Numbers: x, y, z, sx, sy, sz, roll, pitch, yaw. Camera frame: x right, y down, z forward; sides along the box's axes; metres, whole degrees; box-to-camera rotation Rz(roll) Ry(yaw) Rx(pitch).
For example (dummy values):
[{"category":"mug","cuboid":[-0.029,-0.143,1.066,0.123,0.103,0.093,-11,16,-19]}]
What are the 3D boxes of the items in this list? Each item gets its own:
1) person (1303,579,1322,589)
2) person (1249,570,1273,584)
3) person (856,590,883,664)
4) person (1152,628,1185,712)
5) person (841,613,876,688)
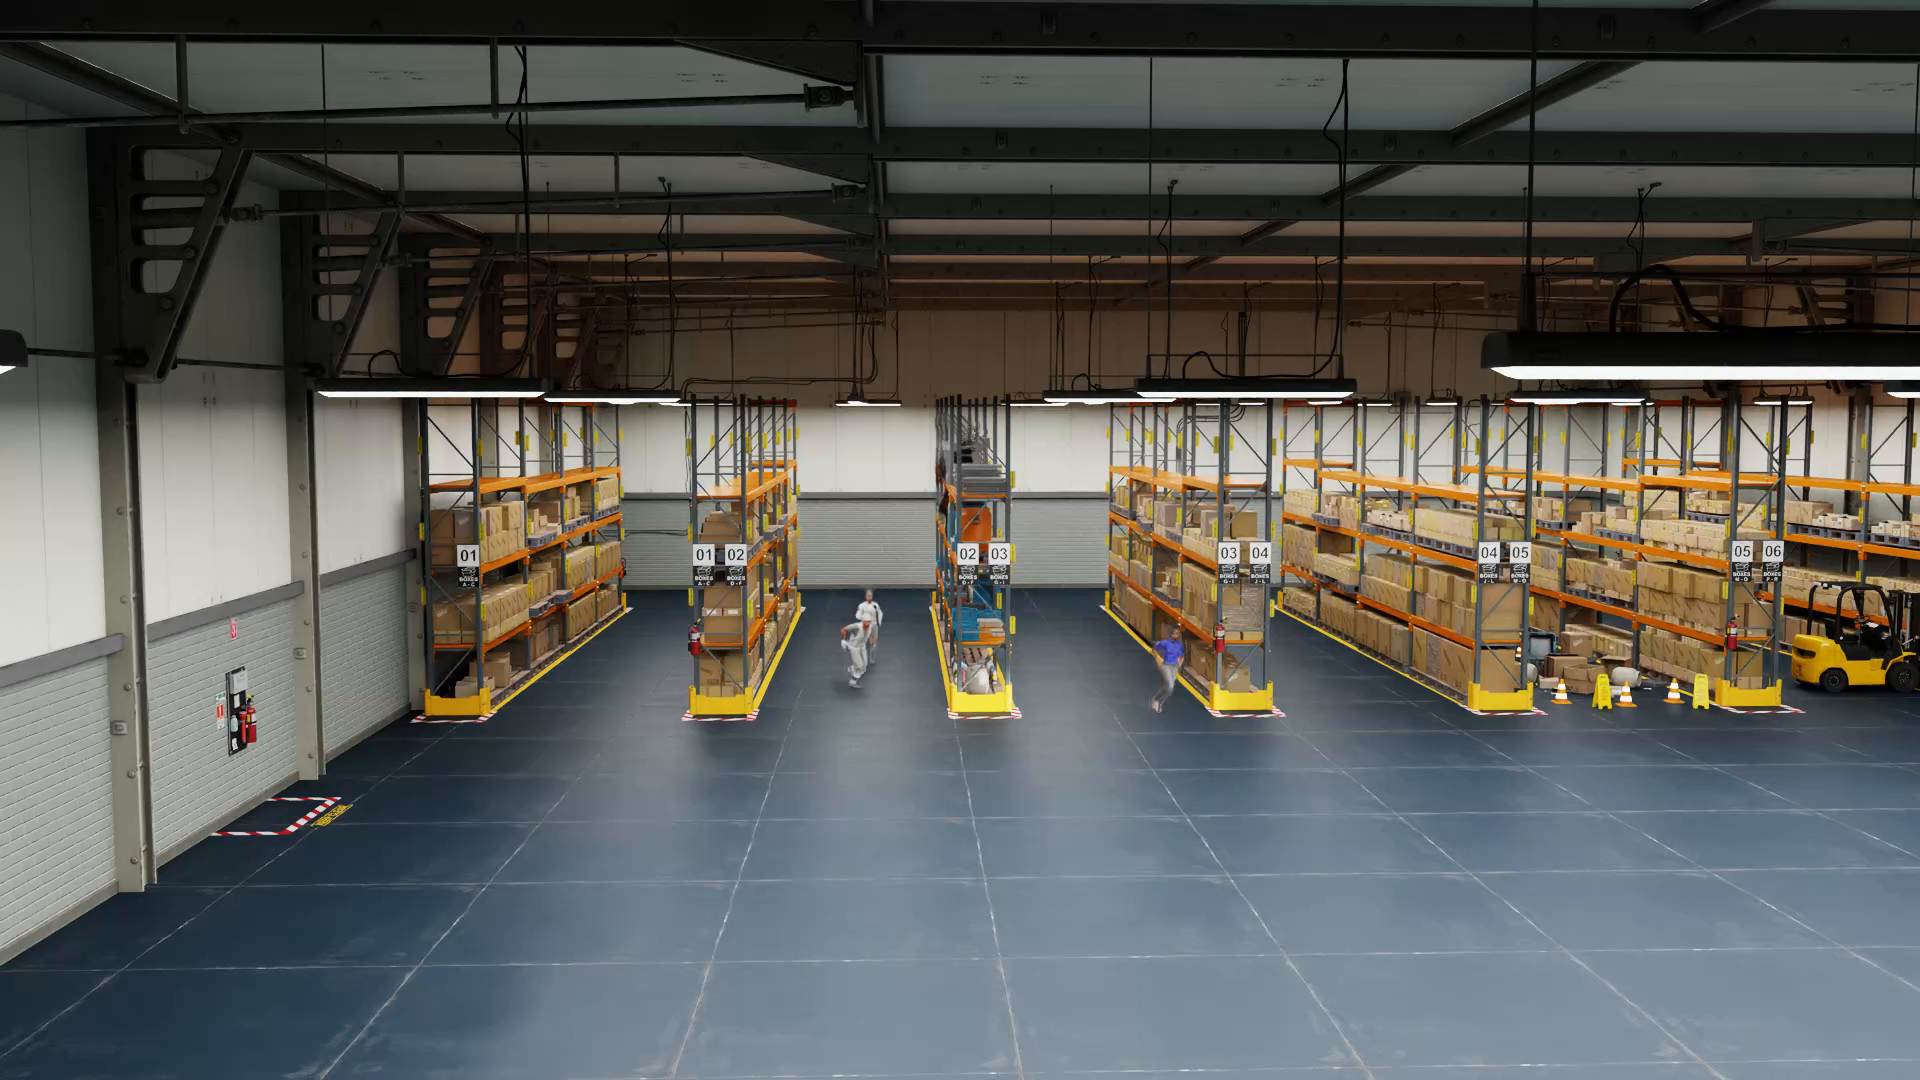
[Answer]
[{"category":"person","cuboid":[10.471,1.001,49.325,0.747,1.754,0.579,-2,5,-27]},{"category":"person","cuboid":[8.109,1.331,44.908,0.686,1.731,0.616,0,5,2]},{"category":"person","cuboid":[-2.033,1.941,37.523,0.625,1.654,0.689,-1,5,-10]},{"category":"person","cuboid":[3.950,2.458,31.378,0.627,1.581,0.572,-3,5,-30]},{"category":"person","cuboid":[-2.076,2.263,33.953,0.692,1.590,0.826,-3,6,-37]}]
